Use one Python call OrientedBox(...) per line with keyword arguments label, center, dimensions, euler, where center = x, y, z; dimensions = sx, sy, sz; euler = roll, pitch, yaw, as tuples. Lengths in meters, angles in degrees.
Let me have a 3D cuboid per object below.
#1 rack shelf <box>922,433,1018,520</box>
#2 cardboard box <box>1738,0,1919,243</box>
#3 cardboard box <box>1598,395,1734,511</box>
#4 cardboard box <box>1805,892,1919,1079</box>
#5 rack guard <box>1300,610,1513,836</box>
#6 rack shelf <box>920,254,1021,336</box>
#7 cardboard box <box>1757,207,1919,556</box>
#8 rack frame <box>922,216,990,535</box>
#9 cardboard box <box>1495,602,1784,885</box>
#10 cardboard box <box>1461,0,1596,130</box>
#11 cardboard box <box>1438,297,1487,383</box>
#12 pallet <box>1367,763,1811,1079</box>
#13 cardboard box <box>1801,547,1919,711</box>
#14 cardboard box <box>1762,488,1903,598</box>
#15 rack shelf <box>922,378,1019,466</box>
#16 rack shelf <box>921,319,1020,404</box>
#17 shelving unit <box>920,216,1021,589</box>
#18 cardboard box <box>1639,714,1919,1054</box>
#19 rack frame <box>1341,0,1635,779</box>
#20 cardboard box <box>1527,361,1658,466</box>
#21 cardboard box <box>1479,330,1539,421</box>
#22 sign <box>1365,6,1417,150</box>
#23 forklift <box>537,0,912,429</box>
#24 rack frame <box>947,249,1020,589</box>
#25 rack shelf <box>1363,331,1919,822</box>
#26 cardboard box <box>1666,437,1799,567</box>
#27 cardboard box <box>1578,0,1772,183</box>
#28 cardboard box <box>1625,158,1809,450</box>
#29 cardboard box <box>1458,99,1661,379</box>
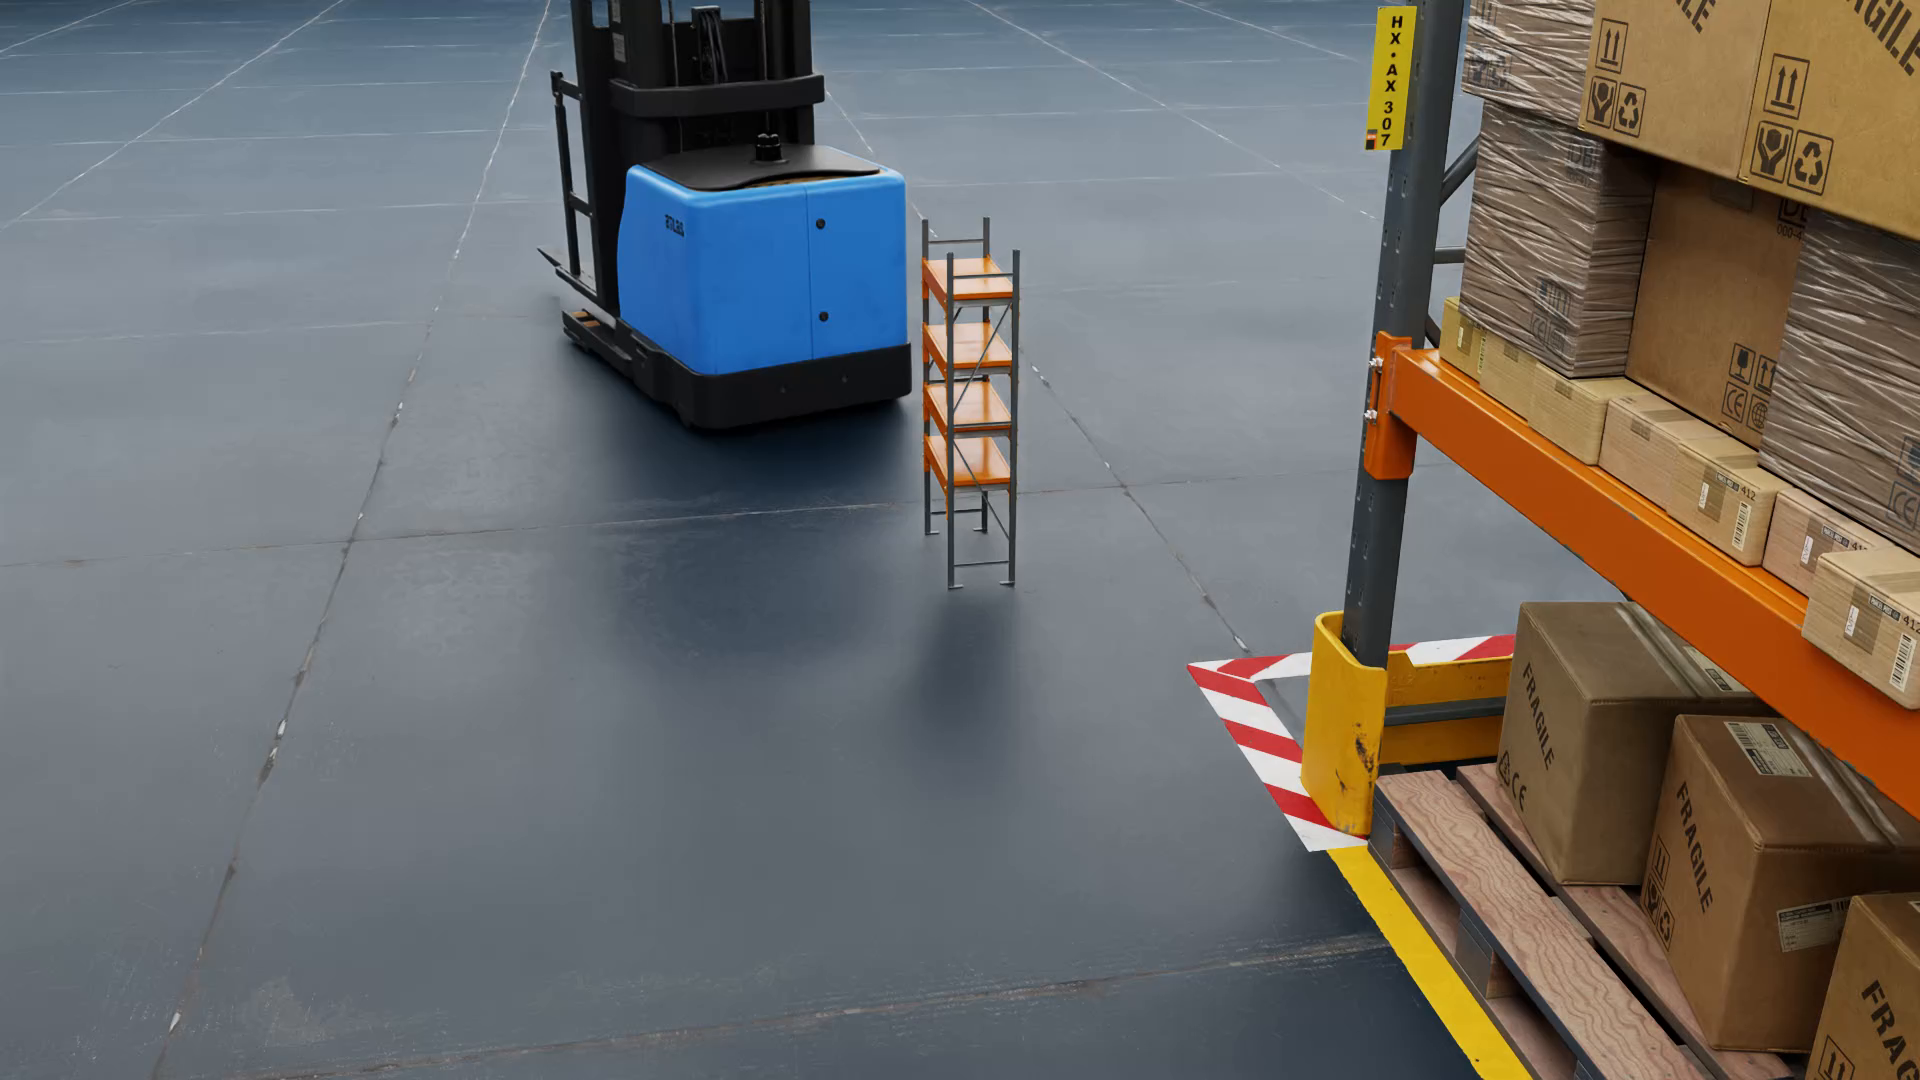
OrientedBox(label="rack shelf", center=(0.031, -0.241, 5.967), dimensions=(0.258, 0.148, 0.480), euler=(-4, 24, -10))
OrientedBox(label="cardboard box", center=(1.556, -0.731, 2.429), dimensions=(0.500, 0.500, 0.500), euler=(-4, 24, -10))
OrientedBox(label="cardboard box", center=(1.486, -0.180, 3.227), dimensions=(0.380, 0.149, 0.250), euler=(-4, 24, -10))
OrientedBox(label="cardboard box", center=(1.883, 0.960, 2.903), dimensions=(0.500, 0.500, 0.500), euler=(-2, 24, -5))
OrientedBox(label="rack guard", center=(1.556, 0.455, 4.584), dimensions=(1.175, 0.500, 0.348), euler=(-4, 24, -10))
OrientedBox(label="rack shelf", center=(0.031, -0.845, 5.704), dimensions=(0.258, 0.148, 0.480), euler=(-4, 24, -10))
OrientedBox(label="cardboard box", center=(1.878, -0.297, 2.685), dimensions=(0.875, 0.500, 0.500), euler=(-4, 24, -10))
OrientedBox(label="rack frame", center=(-0.014, -0.581, 6.081), dimensions=(0.240, 1.200, 0.015), euler=(-4, 24, -10))
OrientedBox(label="cardboard box", center=(1.641, 0.479, 4.003), dimensions=(0.500, 0.500, 0.500), euler=(0, 24, 0))
OrientedBox(label="cardboard box", center=(1.376, -1.124, 3.331), dimensions=(0.500, 0.500, 0.500), euler=(-4, 24, -10))
OrientedBox(label="cardboard box", center=(1.361, -0.476, 3.905), dimensions=(0.380, 0.149, 0.250), euler=(-4, 24, -10))
OrientedBox(label="pallet", center=(1.672, 0.909, 3.904), dimensions=(1.003, 0.211, 1.213), euler=(-4, 24, -10))
OrientedBox(label="cardboard box", center=(1.543, 0.122, 2.538), dimensions=(0.380, 0.149, 0.250), euler=(-4, 24, -10))
OrientedBox(label="cardboard box", center=(1.599, 0.016, 2.780), dimensions=(0.380, 0.149, 0.250), euler=(-4, 24, -10))
OrientedBox(label="rack shelf", center=(0.031, -0.423, 5.888), dimensions=(0.258, 0.148, 0.480), euler=(-4, 24, -10))
OrientedBox(label="rack shelf", center=(0.031, -0.628, 5.798), dimensions=(0.258, 0.148, 0.480), euler=(-4, 24, -10))
OrientedBox(label="shelving unit", center=(0.031, -0.485, 5.861), dimensions=(0.258, 1.200, 0.503), euler=(-4, 24, -10))
OrientedBox(label="cardboard box", center=(1.786, 0.712, 3.470), dimensions=(0.500, 0.500, 0.500), euler=(2, 24, 4))
OrientedBox(label="rack frame", center=(1.542, -0.720, 4.152), dimensions=(1.000, 3.000, 0.127), euler=(-4, 24, -10))
OrientedBox(label="cardboard box", center=(1.420, -0.276, 3.449), dimensions=(0.380, 0.149, 0.250), euler=(-4, 24, -10))
OrientedBox(label="cardboard box", center=(1.388, -0.376, 3.677), dimensions=(0.380, 0.149, 0.250), euler=(-4, 24, -10))
OrientedBox(label="sign", center=(1.009, -1.077, 3.886), dimensions=(0.100, 0.325, 0.005), euler=(-4, 24, -10))
OrientedBox(label="forklift", center=(-1.389, -2.368, 8.011), dimensions=(1.130, 2.935, 3.031), euler=(-13, 27, -27))
OrientedBox(label="rack frame", center=(0.076, -0.389, 5.641), dimensions=(0.240, 1.200, 0.015), euler=(-4, 24, -10))
OrientedBox(label="rack shelf", center=(1.912, 0.396, 2.495), dimensions=(1.077, 0.370, 4.000), euler=(-4, 24, -10))
OrientedBox(label="cardboard box", center=(1.526, -0.081, 3.001), dimensions=(0.380, 0.149, 0.250), euler=(-4, 24, -10))
OrientedBox(label="cardboard box", center=(1.462, -0.927, 2.879), dimensions=(0.500, 0.500, 0.500), euler=(-4, 24, -10))
OrientedBox(label="cardboard box", center=(1.827, -0.496, 3.142), dimensions=(0.875, 0.500, 0.500), euler=(-4, 24, -10))
OrientedBox(label="cardboard box", center=(1.617, -0.684, 3.572), dimensions=(0.875, 0.500, 0.500), euler=(-4, 24, -10))
